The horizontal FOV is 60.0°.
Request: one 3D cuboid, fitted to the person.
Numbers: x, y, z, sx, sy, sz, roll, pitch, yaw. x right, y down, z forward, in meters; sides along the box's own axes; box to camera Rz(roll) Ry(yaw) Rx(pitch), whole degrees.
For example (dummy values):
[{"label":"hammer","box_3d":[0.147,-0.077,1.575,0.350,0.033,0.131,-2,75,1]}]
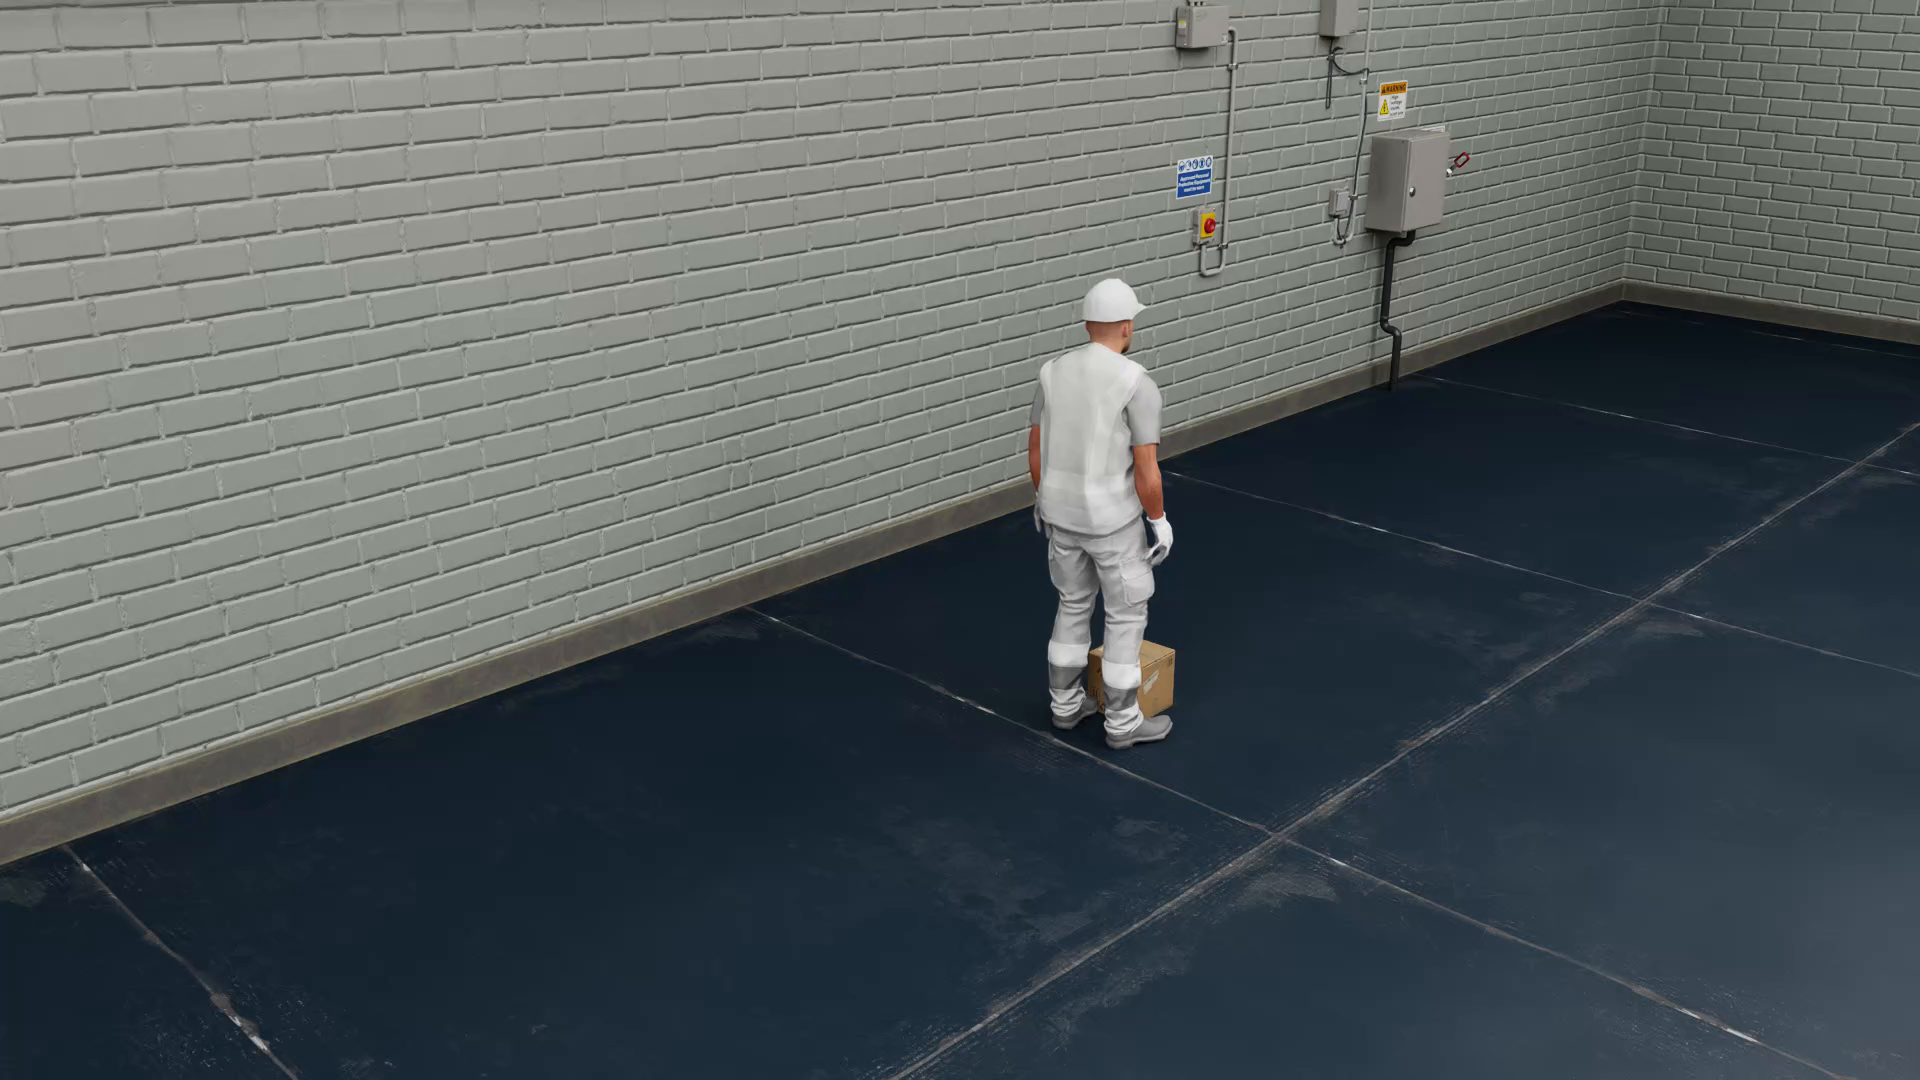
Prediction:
[{"label":"person","box_3d":[0.532,-0.096,6.315,0.616,1.778,0.453,17,26,38]}]
